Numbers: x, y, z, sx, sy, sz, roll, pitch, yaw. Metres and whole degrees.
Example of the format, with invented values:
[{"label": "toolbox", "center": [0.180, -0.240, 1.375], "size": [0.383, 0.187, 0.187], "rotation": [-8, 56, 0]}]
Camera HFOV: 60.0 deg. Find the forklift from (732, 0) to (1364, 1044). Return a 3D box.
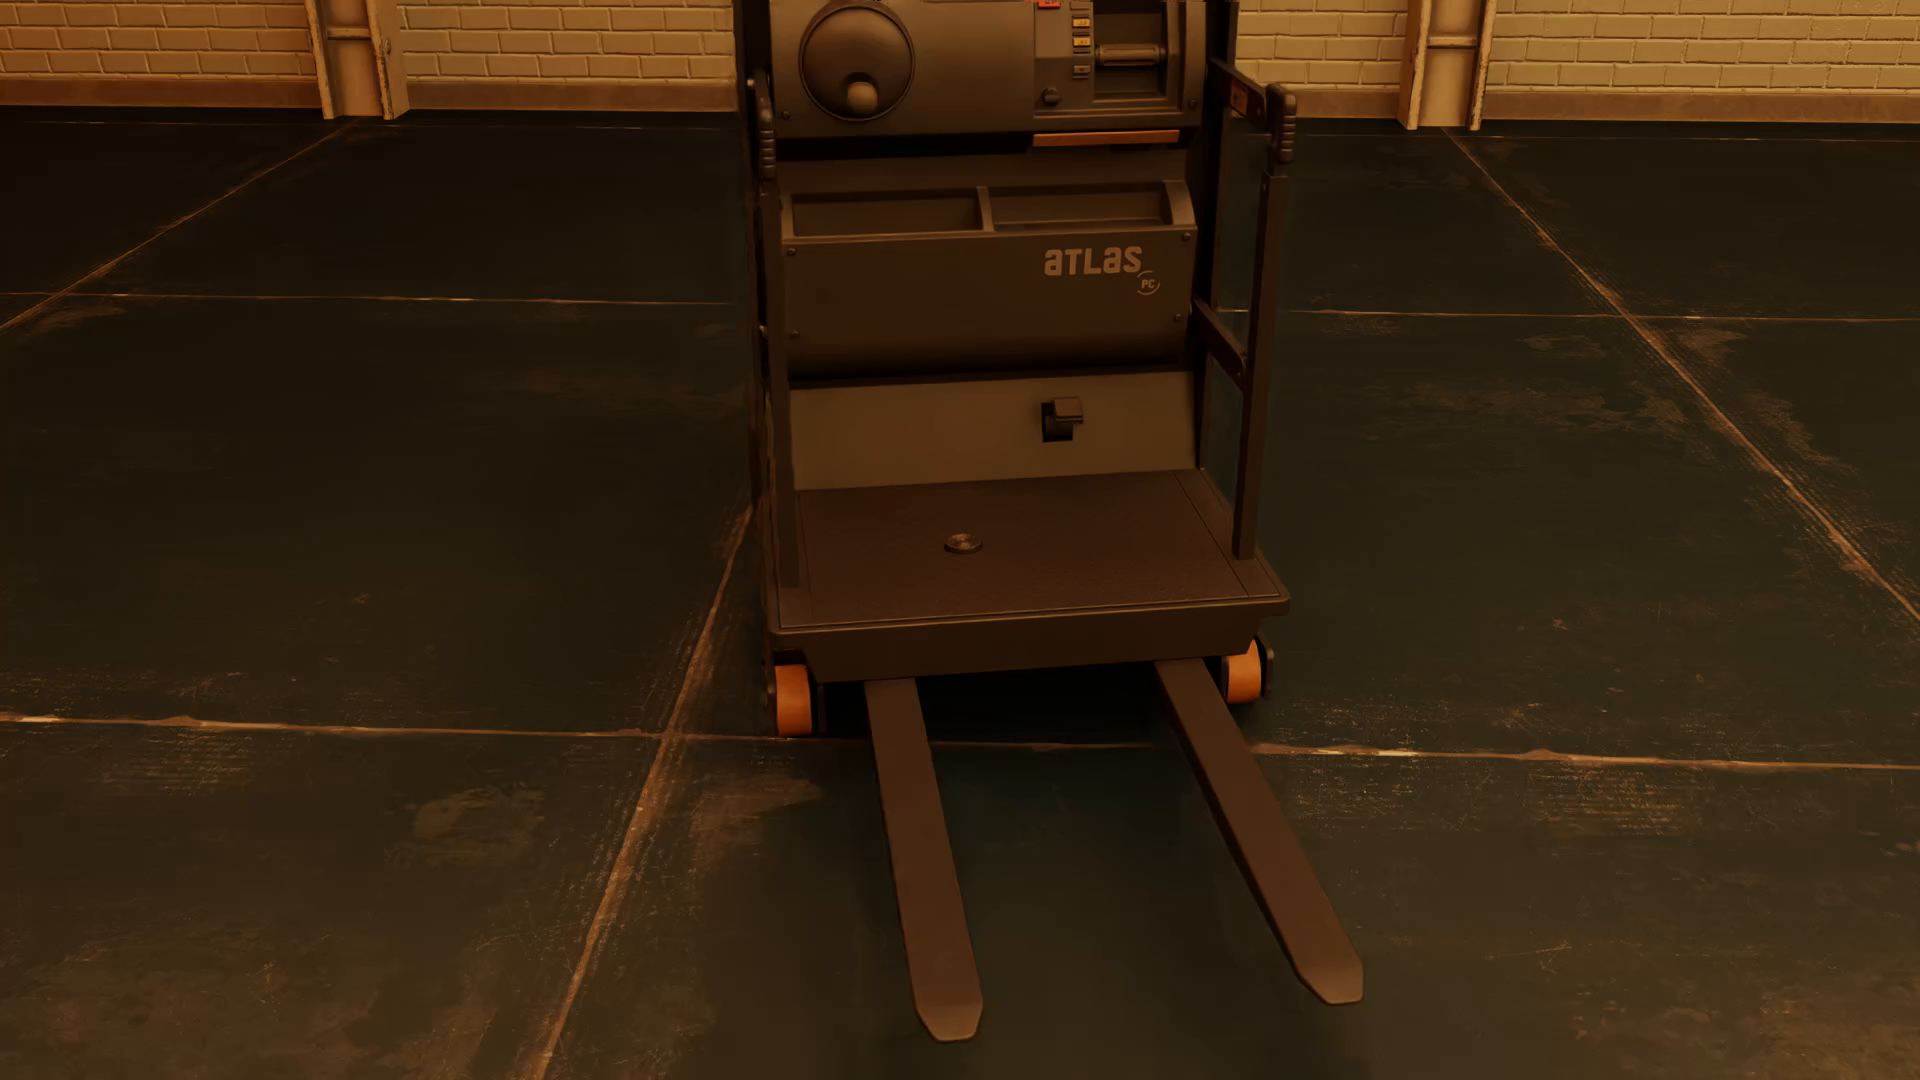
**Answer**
[{"label": "forklift", "center": [0.092, -1.046, 3.329], "size": [1.130, 2.935, 3.031], "rotation": [-3, 26, -7]}]
